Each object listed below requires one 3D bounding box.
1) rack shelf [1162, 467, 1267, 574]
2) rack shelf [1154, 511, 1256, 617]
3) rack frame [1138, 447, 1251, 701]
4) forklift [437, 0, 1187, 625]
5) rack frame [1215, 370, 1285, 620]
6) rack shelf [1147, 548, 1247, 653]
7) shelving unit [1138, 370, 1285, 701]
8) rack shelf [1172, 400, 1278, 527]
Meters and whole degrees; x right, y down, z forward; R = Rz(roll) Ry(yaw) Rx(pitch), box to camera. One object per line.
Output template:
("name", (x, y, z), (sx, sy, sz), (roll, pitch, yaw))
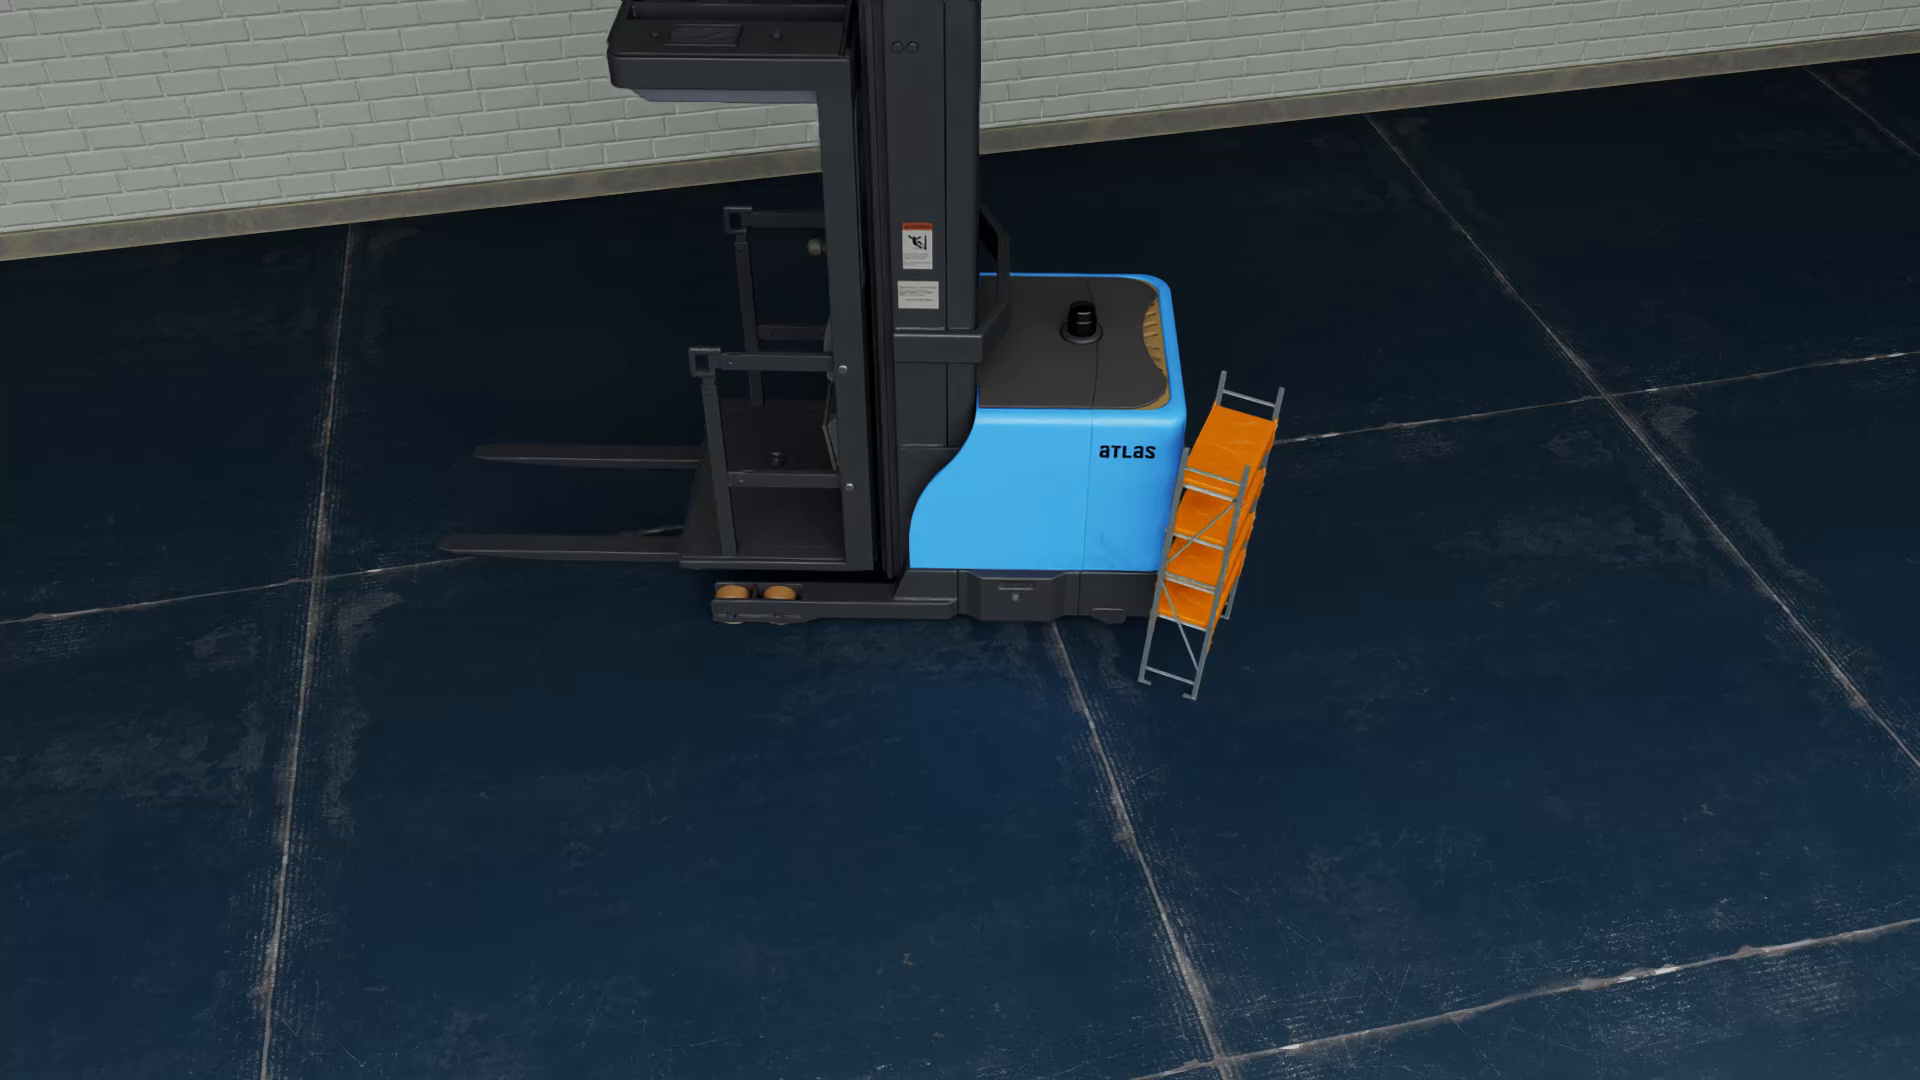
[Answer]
("rack shelf", (0.955, -0.111, 6.224), (0.258, 0.148, 0.480), (18, 45, 14))
("rack shelf", (0.942, 0.052, 6.377), (0.258, 0.148, 0.480), (18, 45, 14))
("rack frame", (0.853, 0.153, 6.162), (0.240, 1.200, 0.015), (18, 45, 14))
("forklift", (-0.643, -1.097, 6.278), (3.031, 2.935, 1.130), (1, 42, 1))
("rack frame", (1.038, -0.147, 6.500), (0.240, 1.200, 0.015), (18, 45, 14))
("rack shelf", (0.930, 0.197, 6.512), (0.258, 0.148, 0.480), (18, 45, 14))
("shelving unit", (0.946, 0.003, 6.331), (0.258, 1.200, 0.503), (18, 45, 14))
("rack shelf", (0.969, -0.284, 6.063), (0.258, 0.148, 0.480), (18, 45, 14))
